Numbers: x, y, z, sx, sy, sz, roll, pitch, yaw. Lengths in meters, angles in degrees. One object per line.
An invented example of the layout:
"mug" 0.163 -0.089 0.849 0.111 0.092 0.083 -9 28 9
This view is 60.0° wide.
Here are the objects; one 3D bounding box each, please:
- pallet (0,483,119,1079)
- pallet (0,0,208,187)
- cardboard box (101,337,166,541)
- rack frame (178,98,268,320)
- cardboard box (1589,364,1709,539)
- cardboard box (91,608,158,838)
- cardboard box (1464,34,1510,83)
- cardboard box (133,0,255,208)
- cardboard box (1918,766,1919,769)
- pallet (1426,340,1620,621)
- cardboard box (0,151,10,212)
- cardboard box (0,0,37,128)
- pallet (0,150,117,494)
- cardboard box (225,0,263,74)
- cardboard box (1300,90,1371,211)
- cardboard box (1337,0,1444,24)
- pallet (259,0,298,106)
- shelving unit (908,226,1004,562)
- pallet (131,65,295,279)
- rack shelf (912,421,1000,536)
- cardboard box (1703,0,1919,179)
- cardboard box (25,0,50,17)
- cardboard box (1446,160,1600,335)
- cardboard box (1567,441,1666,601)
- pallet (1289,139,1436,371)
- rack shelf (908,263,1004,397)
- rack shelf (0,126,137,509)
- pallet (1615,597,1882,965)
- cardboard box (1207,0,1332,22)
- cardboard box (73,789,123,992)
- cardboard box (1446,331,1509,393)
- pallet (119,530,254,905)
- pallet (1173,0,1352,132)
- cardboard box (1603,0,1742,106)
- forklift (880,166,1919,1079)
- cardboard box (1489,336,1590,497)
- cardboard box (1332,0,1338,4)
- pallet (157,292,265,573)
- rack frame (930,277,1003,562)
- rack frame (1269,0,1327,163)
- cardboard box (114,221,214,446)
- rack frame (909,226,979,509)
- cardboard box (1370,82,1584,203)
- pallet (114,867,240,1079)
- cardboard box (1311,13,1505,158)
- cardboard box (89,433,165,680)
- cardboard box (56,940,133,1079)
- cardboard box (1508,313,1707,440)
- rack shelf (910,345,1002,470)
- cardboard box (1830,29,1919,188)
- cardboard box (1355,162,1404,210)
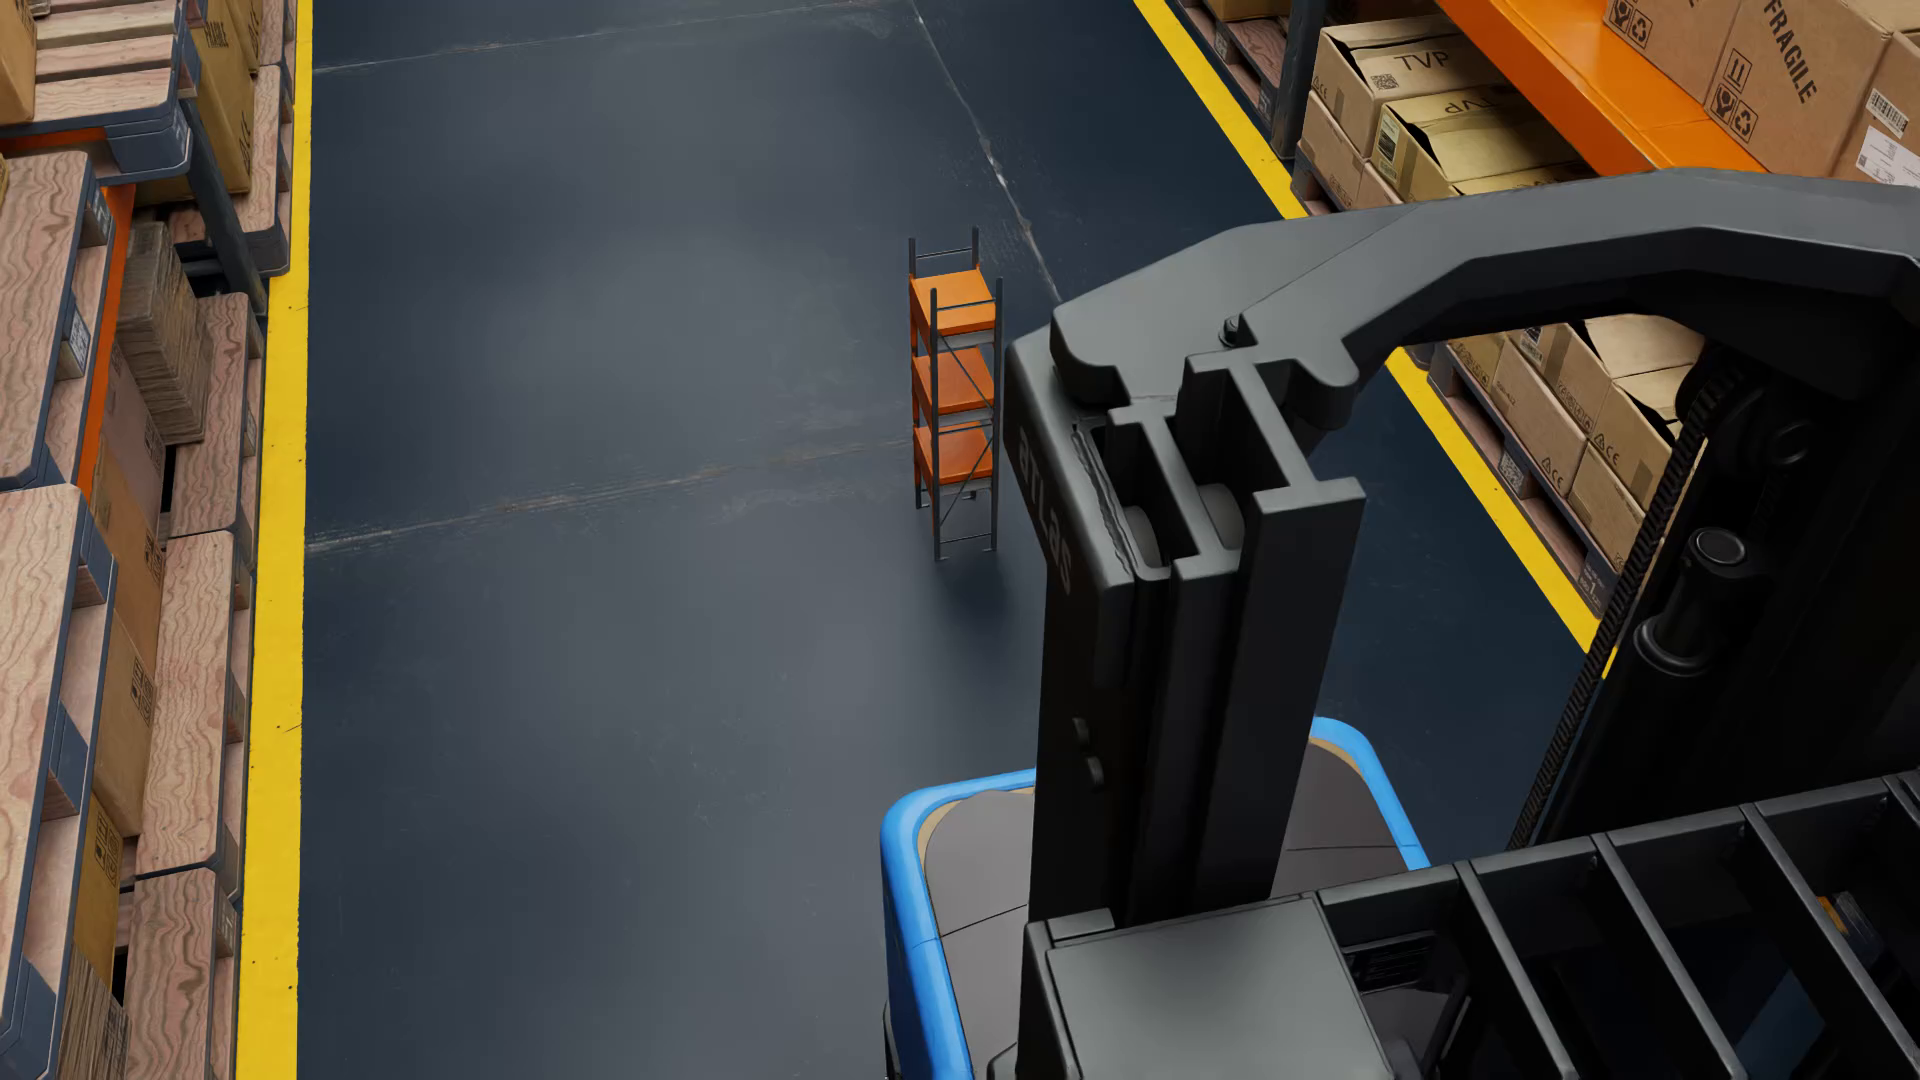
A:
"pallet" -2.048 0.466 2.827 1.003 0.211 1.213 -11 47 -10
"pallet" -2.732 -1.269 4.527 1.213 0.211 1.003 -11 47 -10
"cardboard box" -2.763 -0.223 4.810 0.700 0.500 0.500 -11 47 -10
"rack frame" -3.017 -1.808 4.922 1.000 3.000 0.127 -11 47 -10
"cardboard box" 2.149 -0.266 4.649 0.500 0.311 0.500 -11 47 -10
"cardboard box" -2.470 0.462 4.139 0.700 0.500 0.500 -10 46 -10
"cardboard box" 2.143 -1.781 6.134 0.500 0.311 0.500 -10 46 -9
"cardboard box" -3.078 -1.735 6.061 0.750 0.750 0.750 -11 47 -11
"cardboard box" 2.414 0.437 3.960 0.500 0.311 0.500 -11 47 -10
"pallet" 2.252 -0.324 5.420 1.003 0.211 1.213 -11 47 -10
"cardboard box" -2.547 -0.819 3.574 0.700 0.500 0.500 -11 47 -10
"cardboard box" -2.718 -1.294 4.040 0.700 0.500 0.500 -15 47 -14
"pallet" -2.471 -0.382 3.658 1.003 0.211 1.213 -11 47 -10
"cardboard box" -3.297 -2.341 6.655 0.750 0.750 0.750 -11 47 -11
"cardboard box" 1.621 -1.486 6.237 0.500 0.250 0.500 -11 47 -10
"cardboard box" 1.930 -2.362 6.907 0.500 0.500 0.500 -9 46 -9
"pallet" -3.455 -2.231 7.289 1.003 0.211 1.213 -11 47 -10
"shelving unit" -0.014 -0.404 4.911 0.215 1.050 0.252 -11 47 -10
"pallet" -3.146 -1.390 6.465 1.003 0.211 1.213 -11 47 -10
"rack shelf" -0.014 -0.202 5.117 0.215 0.259 0.240 -11 47 -10
"cardboard box" 2.351 -1.233 4.288 0.500 0.500 0.500 -11 47 -10
"cardboard box" -2.887 -1.675 4.413 0.700 0.500 0.500 -16 48 -15
"cardboard box" 1.892 -0.969 5.338 0.500 0.311 0.500 -12 47 -11
"cardboard box" 2.149 -0.076 4.855 0.500 0.250 0.500 -10 46 -9
"pallet" 1.944 -1.165 6.244 1.003 0.211 1.213 -11 47 -10
"rack shelf" -0.014 -0.596 4.716 0.215 0.259 0.240 -11 47 -10
"rack shelf" -2.505 -0.176 3.826 1.077 0.370 4.000 -11 47 -10
"pallet" 2.568 0.519 4.593 1.003 0.211 1.213 -11 47 -10
"cardboard box" 1.304 -2.599 7.139 0.500 0.500 0.500 -9 46 -9
"cardboard box" -2.378 0.822 3.787 0.700 0.500 0.500 -12 47 -11
"cardboard box" 1.889 -0.781 5.547 0.500 0.250 0.500 -12 47 -11
"pallet" -2.510 0.548 4.565 1.003 0.211 1.213 -11 47 -10
"pallet" 1.616 -2.263 7.320 1.003 0.211 1.213 -11 47 -10
"cardboard box" 2.216 -1.596 4.644 0.500 0.500 0.500 -13 47 -12
"forklift" 0.650 1.179 2.042 1.130 2.935 3.031 -9 46 -9
"cardboard box" 2.020 -0.427 5.200 0.500 0.250 0.500 -10 46 -10
"cardboard box" 1.791 -2.723 7.260 0.500 0.500 0.500 -12 47 -12
"pallet" -2.818 -0.293 5.389 1.003 0.211 1.213 -11 47 -10
"rack frame" 0.018 -0.320 4.829 0.200 1.050 0.008 -11 47 -10
"rack frame" 1.771 -2.717 5.812 1.000 3.000 0.127 -11 47 -10
"cardboard box" -2.782 -0.600 5.180 0.700 0.500 0.500 -10 46 -10
"rack frame" -0.045 -0.489 4.994 0.200 1.050 0.008 -11 47 -10
"cardboard box" 1.763 -1.321 5.683 0.500 0.311 0.500 -12 47 -11
"pallet" -2.194 1.392 3.738 1.003 0.211 1.213 -11 47 -10
"cardboard box" 1.621 -1.682 6.037 0.500 0.311 0.500 -9 46 -9
"cardboard box" -2.608 0.115 4.479 0.700 0.500 0.500 -11 47 -11
"cardboard box" -2.198 1.169 3.446 0.700 0.500 0.500 -9 46 -9
"cardboard box" 2.024 -0.614 4.990 0.500 0.311 0.500 -11 47 -11
"rack shelf" -0.014 -0.397 4.919 0.215 0.259 0.240 -11 47 -10
"cardboard box" 2.479 -0.887 3.949 0.500 0.500 0.500 -8 46 -7
"cardboard box" 1.750 -1.139 5.897 0.500 0.250 0.500 -12 47 -11
